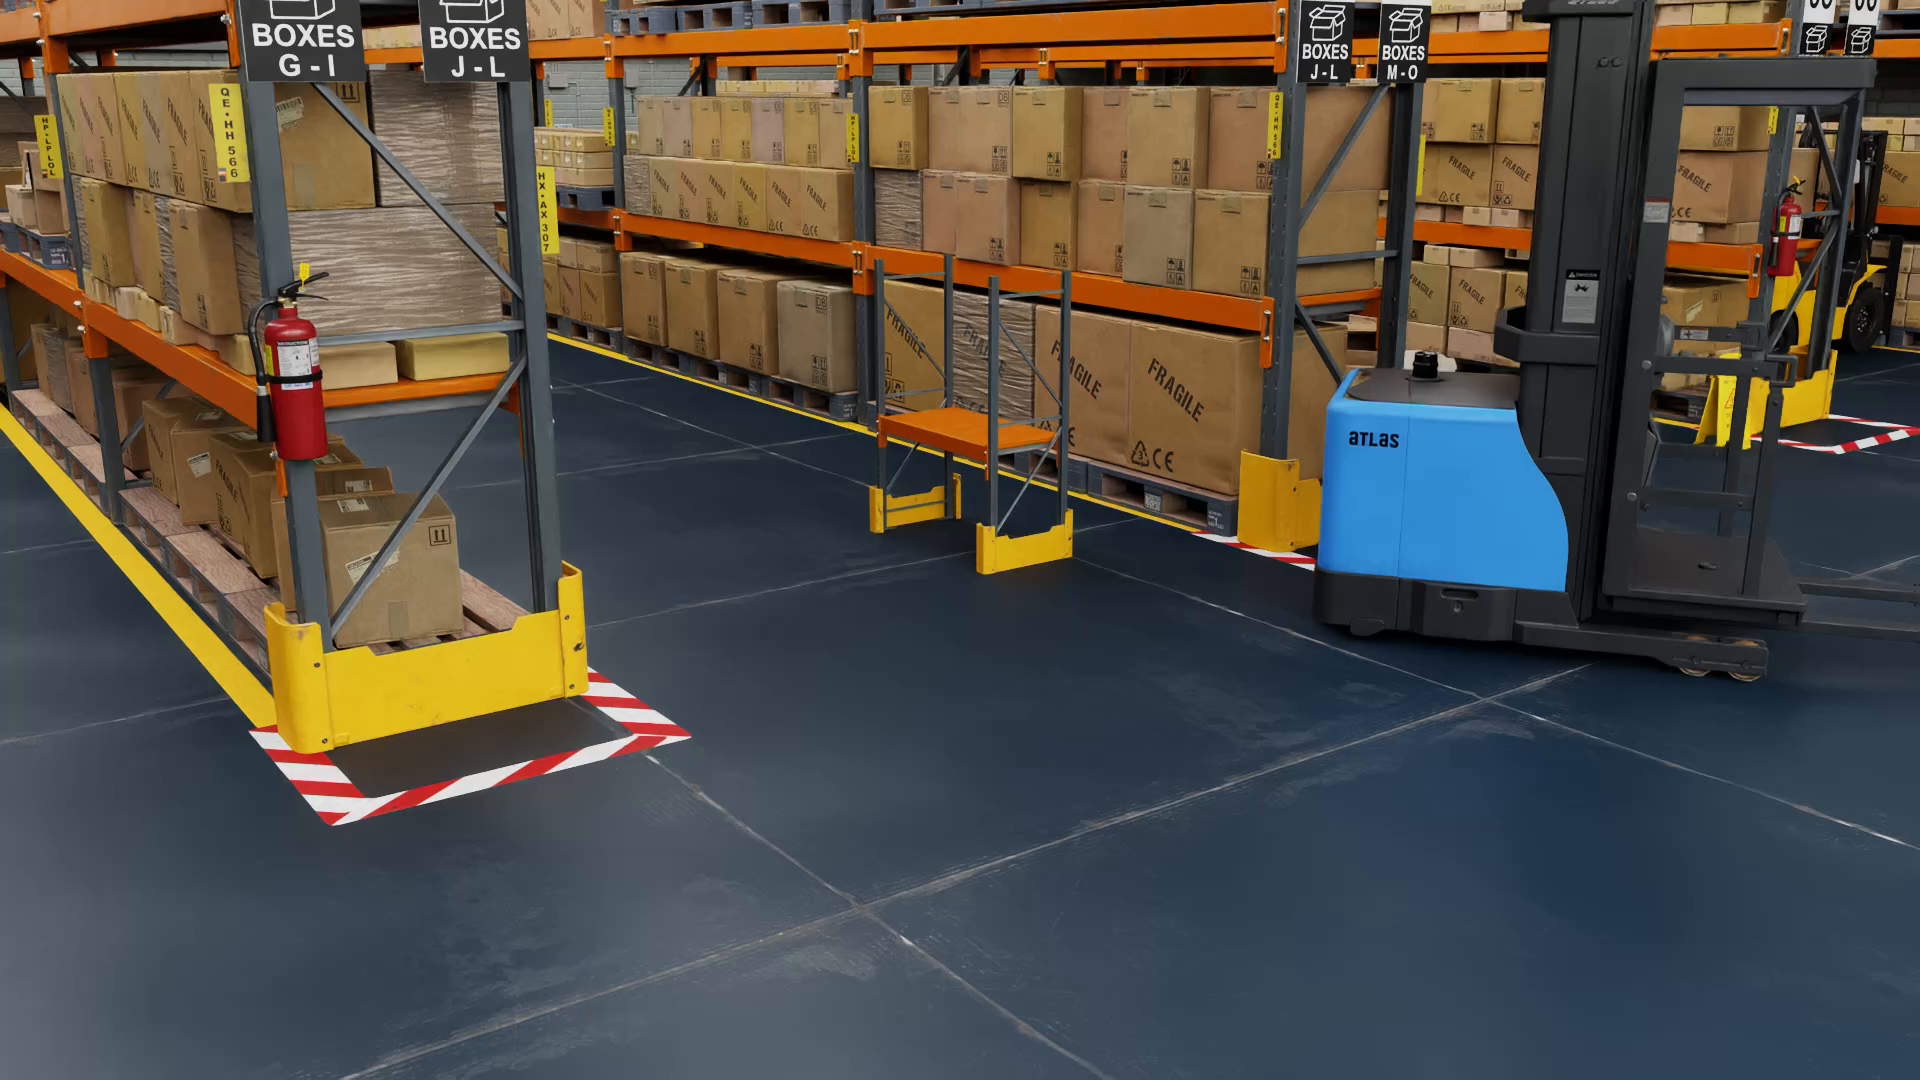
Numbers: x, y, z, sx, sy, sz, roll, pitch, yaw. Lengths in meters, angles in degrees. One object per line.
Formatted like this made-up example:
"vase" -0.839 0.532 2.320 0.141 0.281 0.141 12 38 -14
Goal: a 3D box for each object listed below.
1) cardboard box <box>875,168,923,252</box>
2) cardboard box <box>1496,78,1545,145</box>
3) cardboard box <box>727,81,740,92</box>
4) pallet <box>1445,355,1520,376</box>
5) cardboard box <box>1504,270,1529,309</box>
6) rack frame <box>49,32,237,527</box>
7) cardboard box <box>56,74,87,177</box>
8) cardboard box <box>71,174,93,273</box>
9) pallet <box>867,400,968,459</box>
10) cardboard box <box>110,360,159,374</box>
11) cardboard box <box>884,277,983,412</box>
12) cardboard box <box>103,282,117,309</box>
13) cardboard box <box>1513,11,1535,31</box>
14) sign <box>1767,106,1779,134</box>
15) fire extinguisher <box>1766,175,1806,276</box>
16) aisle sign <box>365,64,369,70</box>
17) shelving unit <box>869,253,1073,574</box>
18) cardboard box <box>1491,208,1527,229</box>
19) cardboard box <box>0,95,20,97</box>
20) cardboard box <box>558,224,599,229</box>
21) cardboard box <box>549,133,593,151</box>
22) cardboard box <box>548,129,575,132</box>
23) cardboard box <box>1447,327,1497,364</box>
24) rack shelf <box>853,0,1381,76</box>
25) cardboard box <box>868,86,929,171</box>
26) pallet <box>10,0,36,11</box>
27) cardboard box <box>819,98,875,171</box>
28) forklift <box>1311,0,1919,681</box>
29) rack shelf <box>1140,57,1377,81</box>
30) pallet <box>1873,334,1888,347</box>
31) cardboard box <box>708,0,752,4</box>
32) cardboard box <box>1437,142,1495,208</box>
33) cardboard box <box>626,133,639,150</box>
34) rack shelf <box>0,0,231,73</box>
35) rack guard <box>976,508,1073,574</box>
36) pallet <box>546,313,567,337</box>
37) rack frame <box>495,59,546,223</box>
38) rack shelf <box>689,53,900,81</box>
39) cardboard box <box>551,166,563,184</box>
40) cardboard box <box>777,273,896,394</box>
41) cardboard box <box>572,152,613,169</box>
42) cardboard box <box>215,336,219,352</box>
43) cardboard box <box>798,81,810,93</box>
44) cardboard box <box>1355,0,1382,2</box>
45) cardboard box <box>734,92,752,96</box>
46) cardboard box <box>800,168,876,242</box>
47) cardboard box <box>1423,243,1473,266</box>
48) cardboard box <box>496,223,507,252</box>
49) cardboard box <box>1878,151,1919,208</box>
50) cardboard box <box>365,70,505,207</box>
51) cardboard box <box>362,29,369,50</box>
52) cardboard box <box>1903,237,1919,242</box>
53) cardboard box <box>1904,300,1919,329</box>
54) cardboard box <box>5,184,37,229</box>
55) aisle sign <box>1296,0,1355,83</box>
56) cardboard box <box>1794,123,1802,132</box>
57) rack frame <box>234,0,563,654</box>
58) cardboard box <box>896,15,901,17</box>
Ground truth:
"cardboard box" -0.082 -2.355 11.713 0.875 0.550 0.550 -11 19 -35
"cardboard box" 4.656 -3.374 13.076 0.700 0.500 0.500 -11 19 -35
"cardboard box" -2.993 -6.264 22.970 0.380 0.149 0.250 -12 19 -36
"pallet" 4.781 -1.405 13.811 1.003 0.211 1.213 -11 19 -35
"cardboard box" 4.706 -1.883 13.268 0.500 0.500 0.500 -11 19 -36
"rack frame" -4.380 -1.611 9.280 1.000 3.000 0.127 -11 19 -35
"cardboard box" -4.321 -2.149 8.600 0.500 0.500 0.500 -11 19 -35
"cardboard box" -4.165 -1.697 8.841 0.875 0.500 0.500 -11 19 -35
"pallet" 0.076 -0.840 11.744 1.003 0.211 1.213 -11 19 -35
"cardboard box" -4.988 -0.857 10.426 0.700 0.500 0.500 -11 19 -35
"cardboard box" 0.005 -1.392 11.708 0.875 0.875 0.875 -11 19 -34
"cardboard box" -4.191 -1.293 8.593 0.380 0.149 0.250 -11 19 -35
"cardboard box" 4.529 -4.040 12.949 0.380 0.149 0.250 -11 19 -34
"sign" 5.528 -2.924 11.285 0.100 0.325 0.005 -11 19 -35
"fire extinguisher" 5.683 -2.162 11.439 0.296 0.674 0.183 -11 19 -35
"aisle sign" -7.649 -6.145 20.920 0.394 0.787 0.004 -11 19 -35
"shelving unit" 0.045 -0.707 8.819 0.587 1.500 1.083 -11 19 -35
"cardboard box" 4.477 -2.587 13.321 0.380 0.149 0.250 -11 19 -35
"cardboard box" -8.701 -3.716 14.882 0.797 0.503 0.637 -11 19 -36
"cardboard box" -4.078 -3.194 17.584 0.500 0.250 0.500 -10 18 -32
"cardboard box" -3.619 -3.725 15.558 0.380 0.149 0.250 -10 18 -33
"cardboard box" -4.013 -4.159 17.142 0.380 0.149 0.250 -12 19 -36
"cardboard box" 4.402 -1.632 13.771 0.500 0.250 0.500 -11 19 -35
"rack shelf" 0.868 -3.032 10.152 1.077 0.370 4.000 -11 19 -35
"cardboard box" -0.119 -2.868 11.544 0.875 0.550 0.550 -11 19 -35
"pallet" -4.656 -3.115 9.451 1.213 0.211 1.003 -11 19 -35
"cardboard box" -0.605 -2.995 12.253 0.700 0.500 0.500 -11 19 -35
"forklift" 3.168 -0.983 7.115 3.031 2.935 1.130 5 16 18
"rack shelf" 4.121 -6.301 22.098 1.077 0.370 4.000 -11 19 -35
"pallet" 8.804 -2.138 16.489 1.003 0.211 1.213 -11 19 -35
"cardboard box" -1.803 -4.691 14.036 0.500 0.311 0.500 -11 19 -35
"cardboard box" 4.268 -2.991 13.568 0.500 0.500 0.500 -11 19 -35
"cardboard box" -2.935 -3.767 15.712 0.380 0.149 0.250 -11 19 -36
"rack shelf" -5.556 -3.138 10.539 1.077 0.370 4.000 -11 19 -35
"rack guard" 0.338 0.002 8.595 0.587 0.250 0.087 -11 19 -35
"pallet" -3.832 -2.296 17.064 1.003 0.211 1.213 -11 19 -35
"rack frame" -5.012 -4.067 18.255 1.000 3.000 0.127 -11 19 -35
"rack shelf" -2.243 -6.384 22.401 1.077 0.370 4.000 -11 19 -35
"cardboard box" -3.618 -3.437 15.632 0.380 0.149 0.250 -10 18 -34
"cardboard box" -0.746 -1.595 12.689 1.050 0.750 0.750 -11 19 -35
"cardboard box" -3.319 -3.473 15.200 0.380 0.149 0.250 -10 18 -33
"cardboard box" -2.945 -0.879 7.081 0.380 0.149 0.250 -11 19 -35
"cardboard box" -1.875 -5.896 21.625 0.380 0.149 0.250 -11 19 -35
"cardboard box" 3.674 -4.531 13.986 0.500 0.250 0.500 -11 19 -36
"cardboard box" -2.749 -5.877 22.784 0.500 0.500 0.500 -11 19 -35
"cardboard box" -0.831 -2.477 12.256 0.500 0.500 0.500 -11 19 -35
"cardboard box" 4.093 -2.387 13.878 0.380 0.149 0.250 -10 18 -32
"cardboard box" -4.791 -3.227 17.704 0.500 0.250 0.500 -12 19 -37
"cardboard box" 8.900 -3.400 15.628 0.500 0.500 0.500 -11 19 -36
"cardboard box" -2.131 -1.590 6.558 0.500 0.500 0.500 -11 19 -35
"cardboard box" -7.001 -6.047 20.091 0.500 0.250 0.500 -10 18 -33
"cardboard box" 9.290 -2.771 16.039 0.500 0.250 0.500 -11 19 -35
"cardboard box" 9.185 -2.101 15.485 0.500 0.250 0.500 -11 19 -35
"cardboard box" -5.932 -2.202 10.927 0.500 0.250 0.500 -12 19 -36
"aisle sign" 1.843 -2.697 8.324 0.394 0.787 0.004 -11 19 -35
"cardboard box" 8.223 -4.094 16.370 0.380 0.149 0.250 -11 19 -35
"rack frame" -2.028 -0.757 6.159 1.000 3.000 0.127 -11 19 -35
"cardboard box" -0.784 -6.322 19.825 0.500 0.500 0.500 -11 19 -36
